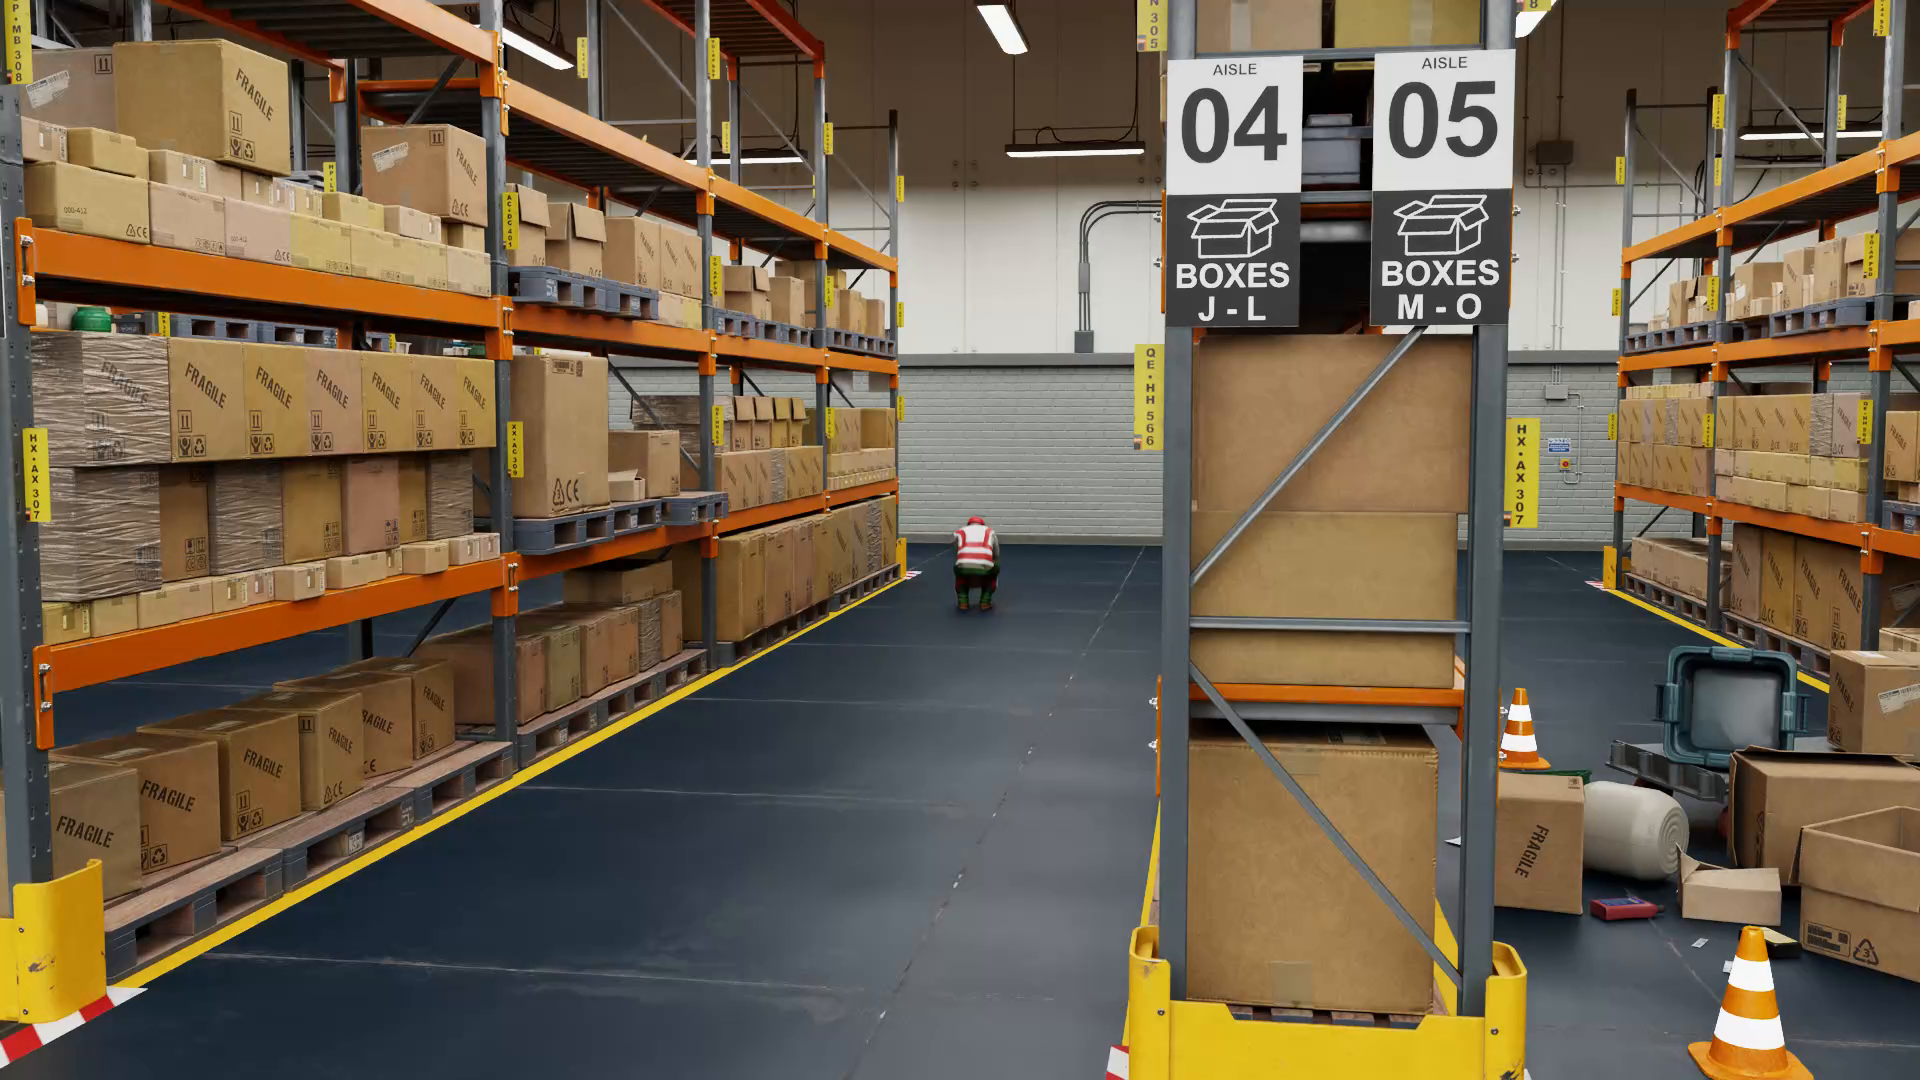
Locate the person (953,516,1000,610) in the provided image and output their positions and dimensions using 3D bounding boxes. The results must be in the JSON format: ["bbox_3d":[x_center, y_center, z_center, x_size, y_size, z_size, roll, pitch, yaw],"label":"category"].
[{"bbox_3d":[0.175,0.256,18.312,0.530,0.995,0.898,1,4,7],"label":"person"}]
